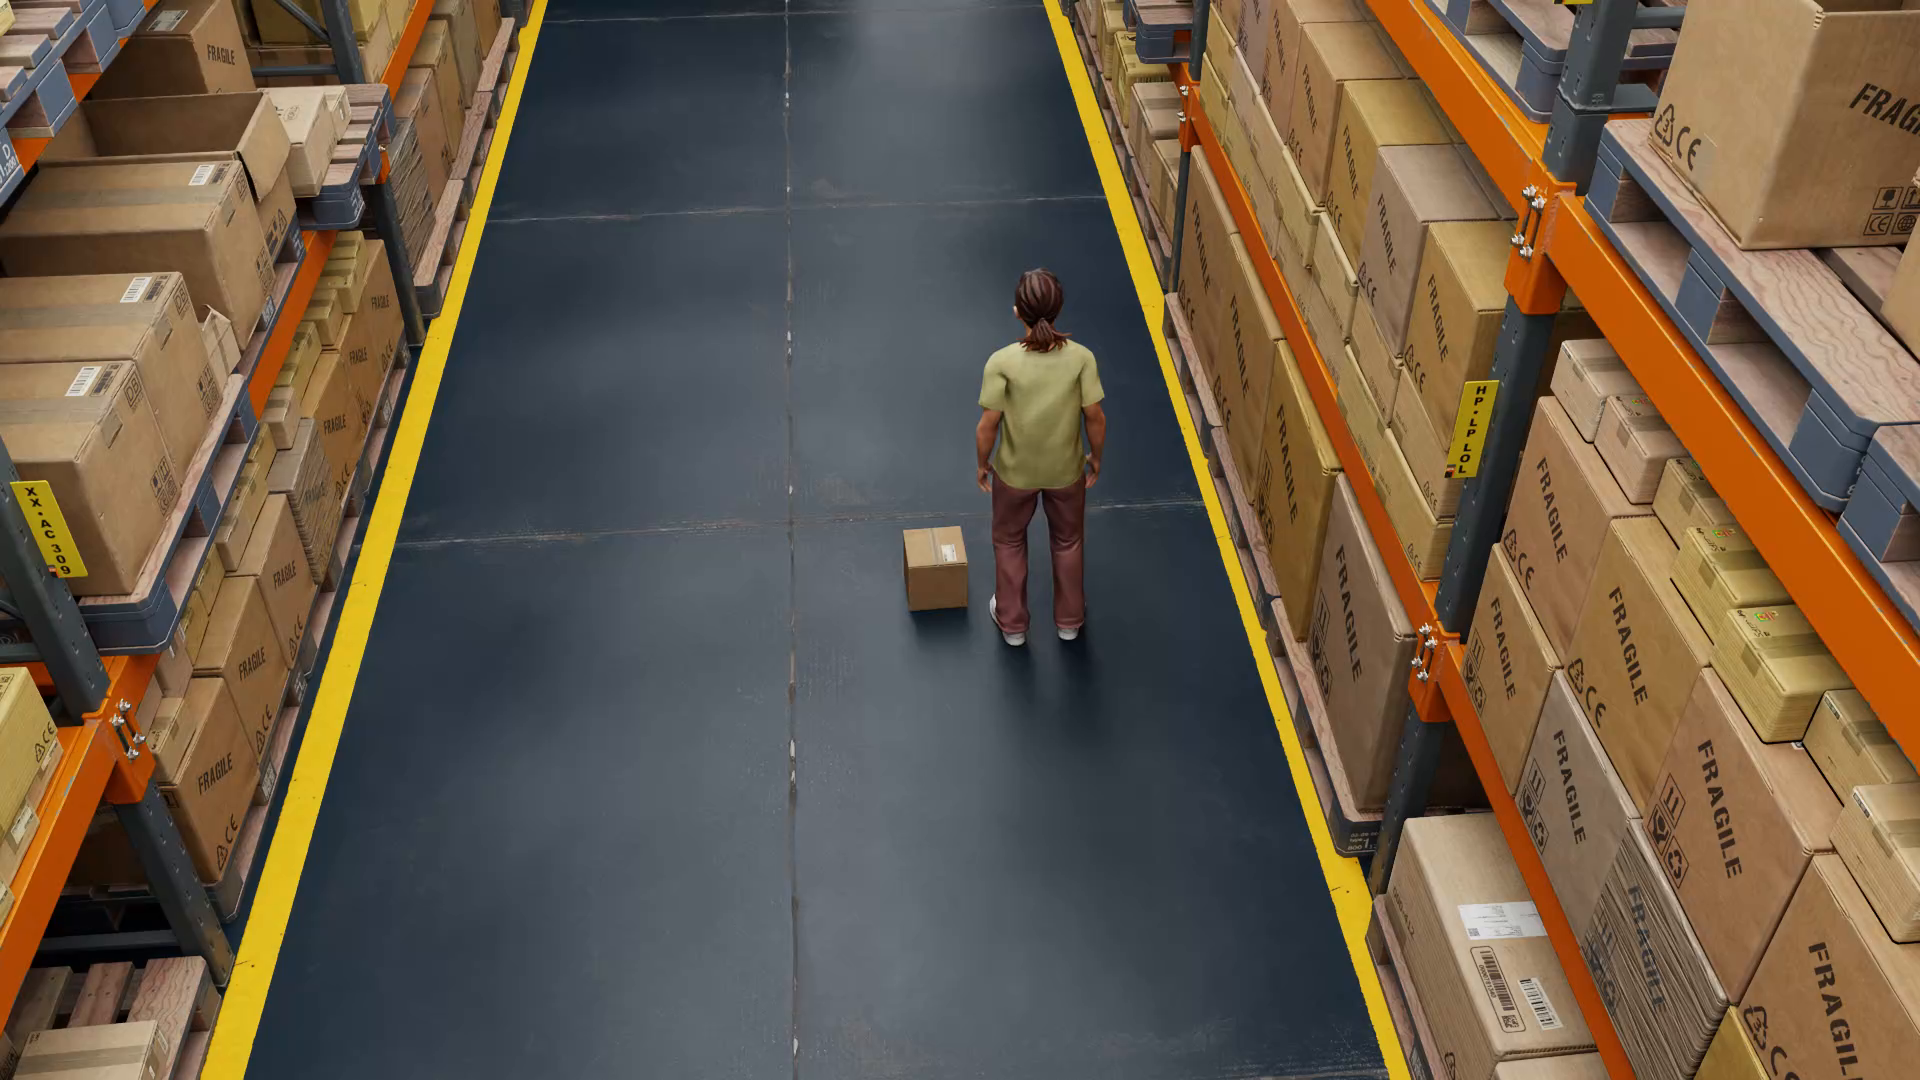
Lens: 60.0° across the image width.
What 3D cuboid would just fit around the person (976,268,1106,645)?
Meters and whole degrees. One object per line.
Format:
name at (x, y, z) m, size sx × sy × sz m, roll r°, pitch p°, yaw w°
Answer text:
person at (0.306, -0.289, 6.509) m, size 0.498 × 1.672 × 0.360 m, roll -3°, pitch 39°, yaw -4°
